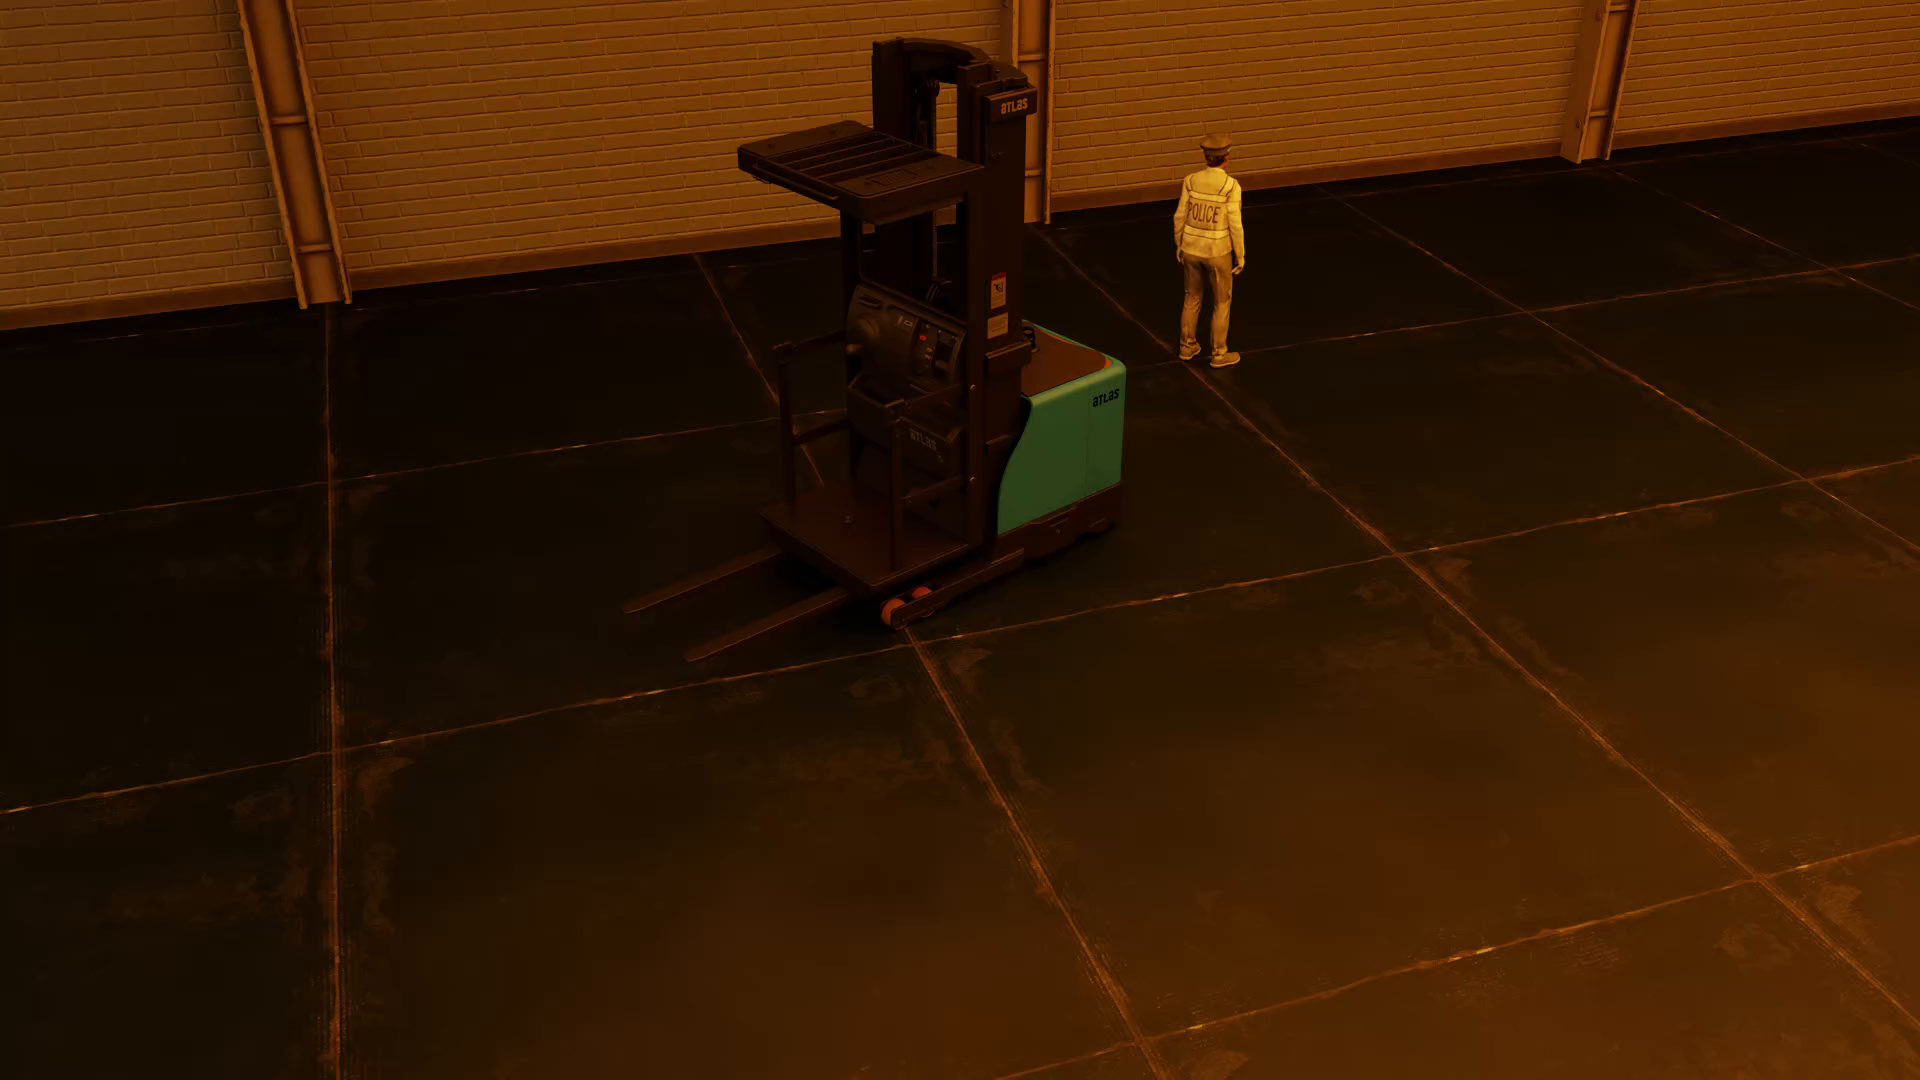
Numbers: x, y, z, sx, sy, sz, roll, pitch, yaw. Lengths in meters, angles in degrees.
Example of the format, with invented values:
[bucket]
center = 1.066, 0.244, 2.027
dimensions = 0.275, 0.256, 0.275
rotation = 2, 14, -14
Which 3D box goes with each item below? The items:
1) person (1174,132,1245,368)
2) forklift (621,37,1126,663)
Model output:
[person]
center = 1.786, -2.068, 11.953
dimensions = 0.542, 1.665, 0.373
rotation = 18, 35, 28
[forklift]
center = -0.461, -1.072, 8.951
dimensions = 3.031, 2.935, 1.130
rotation = -23, 37, -34
